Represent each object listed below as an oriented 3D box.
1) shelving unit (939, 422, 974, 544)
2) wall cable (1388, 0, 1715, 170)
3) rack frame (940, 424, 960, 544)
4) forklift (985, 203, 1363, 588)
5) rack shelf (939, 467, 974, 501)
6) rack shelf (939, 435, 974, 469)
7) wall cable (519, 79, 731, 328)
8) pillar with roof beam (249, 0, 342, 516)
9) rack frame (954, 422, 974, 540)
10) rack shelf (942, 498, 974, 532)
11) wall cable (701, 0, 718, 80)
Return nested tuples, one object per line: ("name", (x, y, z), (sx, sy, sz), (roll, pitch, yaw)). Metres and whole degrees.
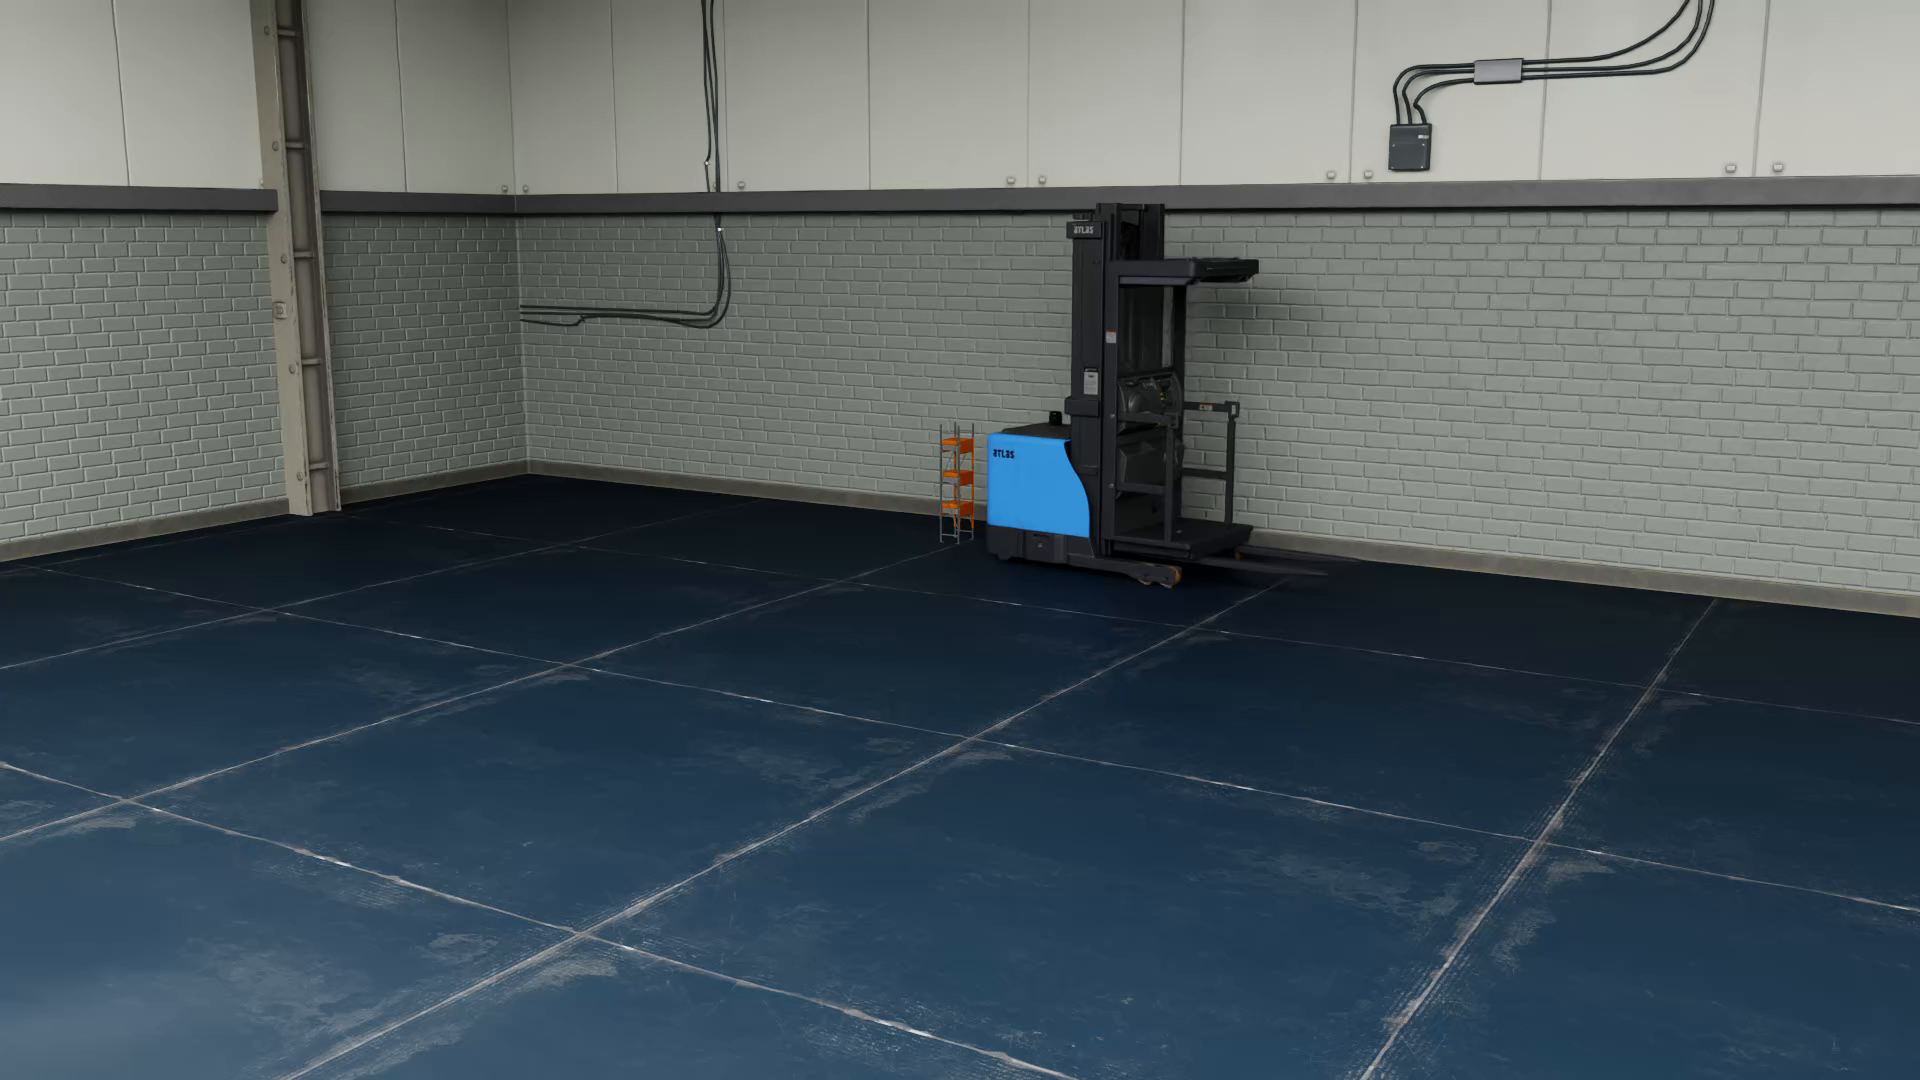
("shelving unit", (-0.028, -0.508, 14.727), (0.215, 1.050, 0.252), (6, 12, 31))
("wall cable", (4.420, -5.801, 12.159), (2.305, 6.003, 0.169), (6, 12, 31))
("rack frame", (-0.091, -0.488, 14.625), (0.200, 1.050, 0.008), (6, 12, 31))
("forklift", (1.696, -1.181, 13.210), (3.031, 2.935, 1.130), (8, 13, 36))
("rack shelf", (-0.028, -0.497, 14.729), (0.215, 0.259, 0.240), (6, 12, 31))
("rack shelf", (-0.028, -0.776, 14.677), (0.215, 0.259, 0.240), (6, 12, 31))
("wall cable", (-3.686, -3.513, 17.615), (3.097, 2.526, 0.112), (6, 12, 31))
("pillar with roof beam", (-2.666, -4.291, 13.332), (9.100, 9.000, 0.400), (6, 12, 31))
("rack frame", (0.036, -0.527, 14.830), (0.200, 1.050, 0.008), (6, 12, 31))
("rack shelf", (-0.028, -0.224, 14.780), (0.215, 0.259, 0.240), (6, 12, 31))
("wall cable", (-1.374, -5.737, 15.770), (3.097, 2.526, 0.112), (6, 12, 31))
